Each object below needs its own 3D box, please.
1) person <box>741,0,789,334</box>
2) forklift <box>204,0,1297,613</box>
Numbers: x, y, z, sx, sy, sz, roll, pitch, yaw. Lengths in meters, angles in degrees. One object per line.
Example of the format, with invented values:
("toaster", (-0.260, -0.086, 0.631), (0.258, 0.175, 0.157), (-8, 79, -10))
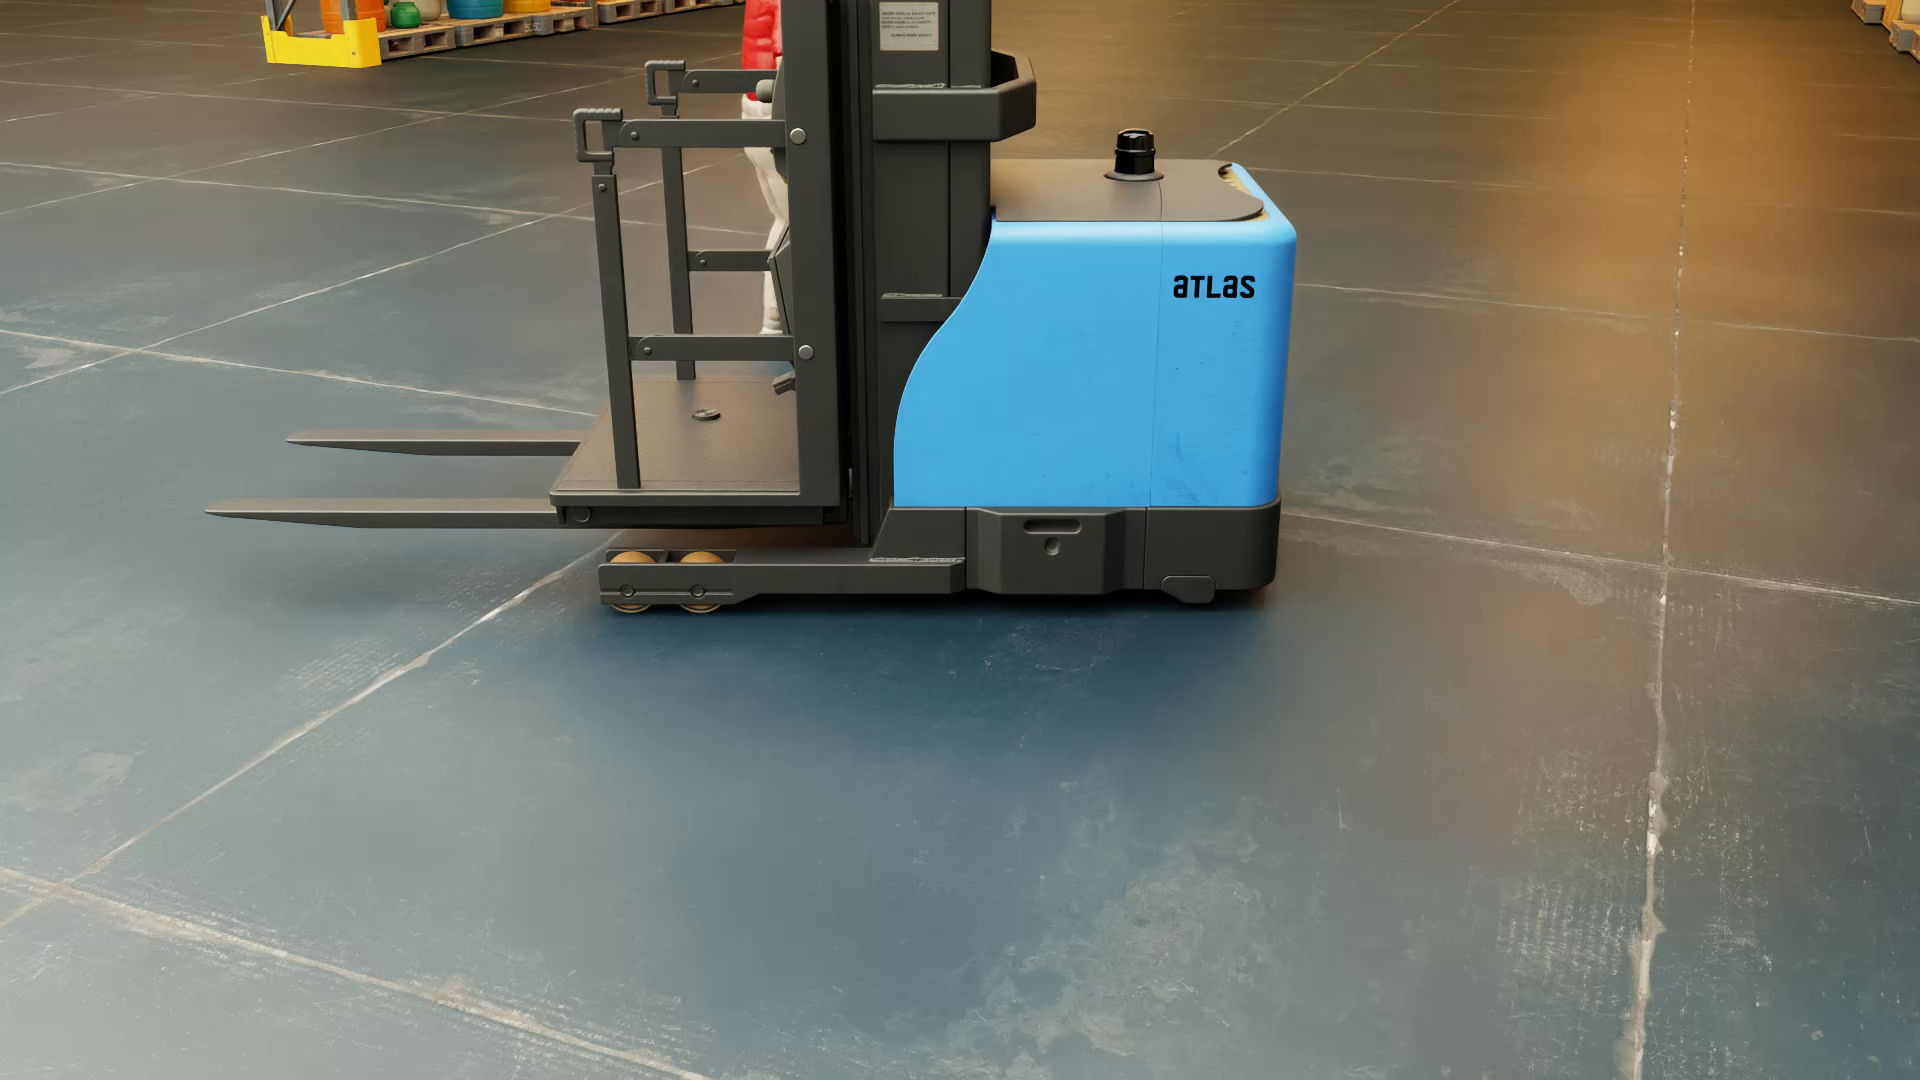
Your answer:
("person", (-0.679, -1.656, 6.815), (0.402, 1.725, 0.599), (-8, 24, -18))
("forklift", (-0.628, -1.354, 4.531), (3.031, 2.935, 1.130), (0, 23, 0))
